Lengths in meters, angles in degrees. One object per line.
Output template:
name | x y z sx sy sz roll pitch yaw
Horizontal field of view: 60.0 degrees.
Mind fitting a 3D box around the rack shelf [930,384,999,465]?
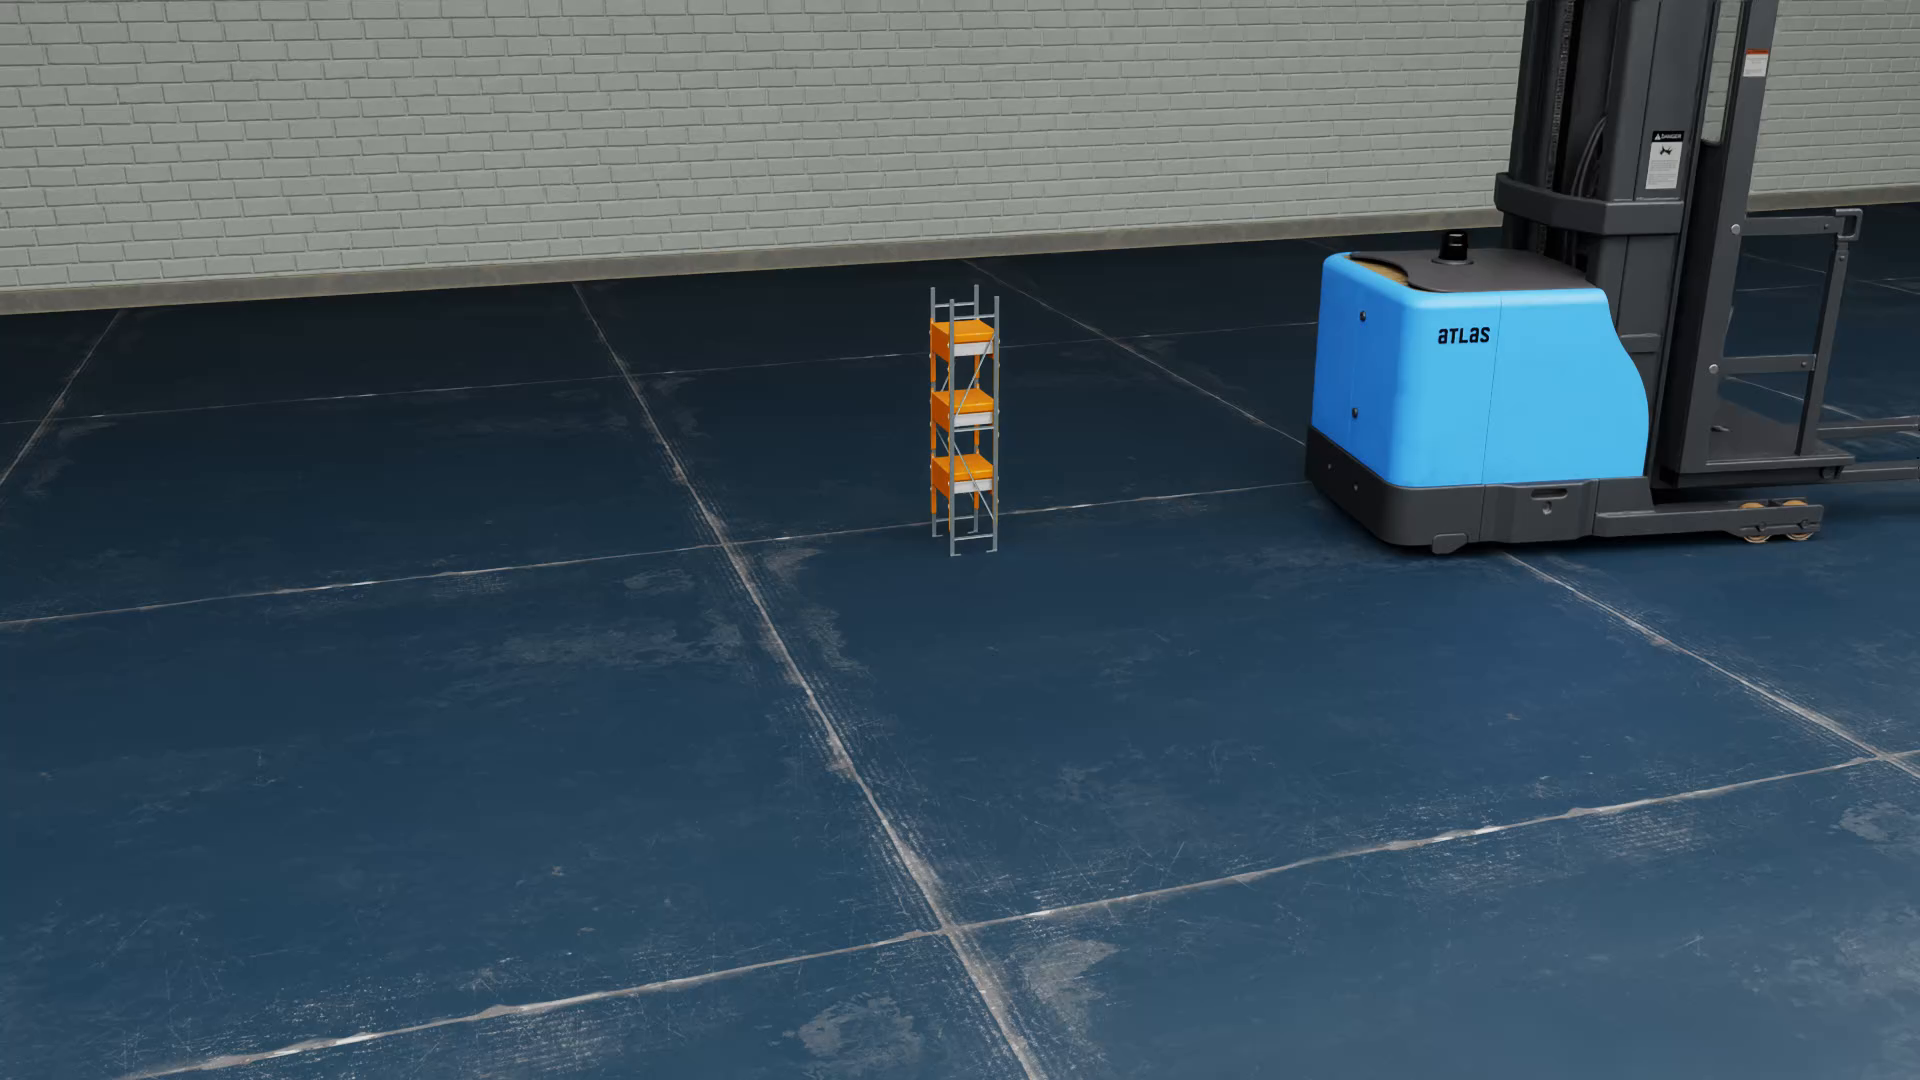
rack shelf | 0.017 -0.467 6.695 0.215 0.259 0.240 -6 21 -17

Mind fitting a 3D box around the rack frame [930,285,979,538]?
rack frame | -0.022 -0.516 6.800 0.200 1.050 0.008 -6 21 -17

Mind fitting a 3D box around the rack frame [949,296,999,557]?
rack frame | 0.055 -0.438 6.582 0.200 1.050 0.008 -6 21 -17

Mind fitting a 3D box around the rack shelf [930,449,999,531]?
rack shelf | 0.017 -0.205 6.789 0.215 0.259 0.240 -6 21 -17

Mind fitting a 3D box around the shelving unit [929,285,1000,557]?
shelving unit | 0.017 -0.477 6.691 0.215 1.050 0.252 -6 21 -17

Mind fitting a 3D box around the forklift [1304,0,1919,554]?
forklift | 3.120 -1.539 6.865 3.031 2.935 1.130 -3 20 -9

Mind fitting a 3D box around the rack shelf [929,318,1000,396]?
rack shelf | 0.017 -0.734 6.599 0.215 0.259 0.240 -6 21 -17
